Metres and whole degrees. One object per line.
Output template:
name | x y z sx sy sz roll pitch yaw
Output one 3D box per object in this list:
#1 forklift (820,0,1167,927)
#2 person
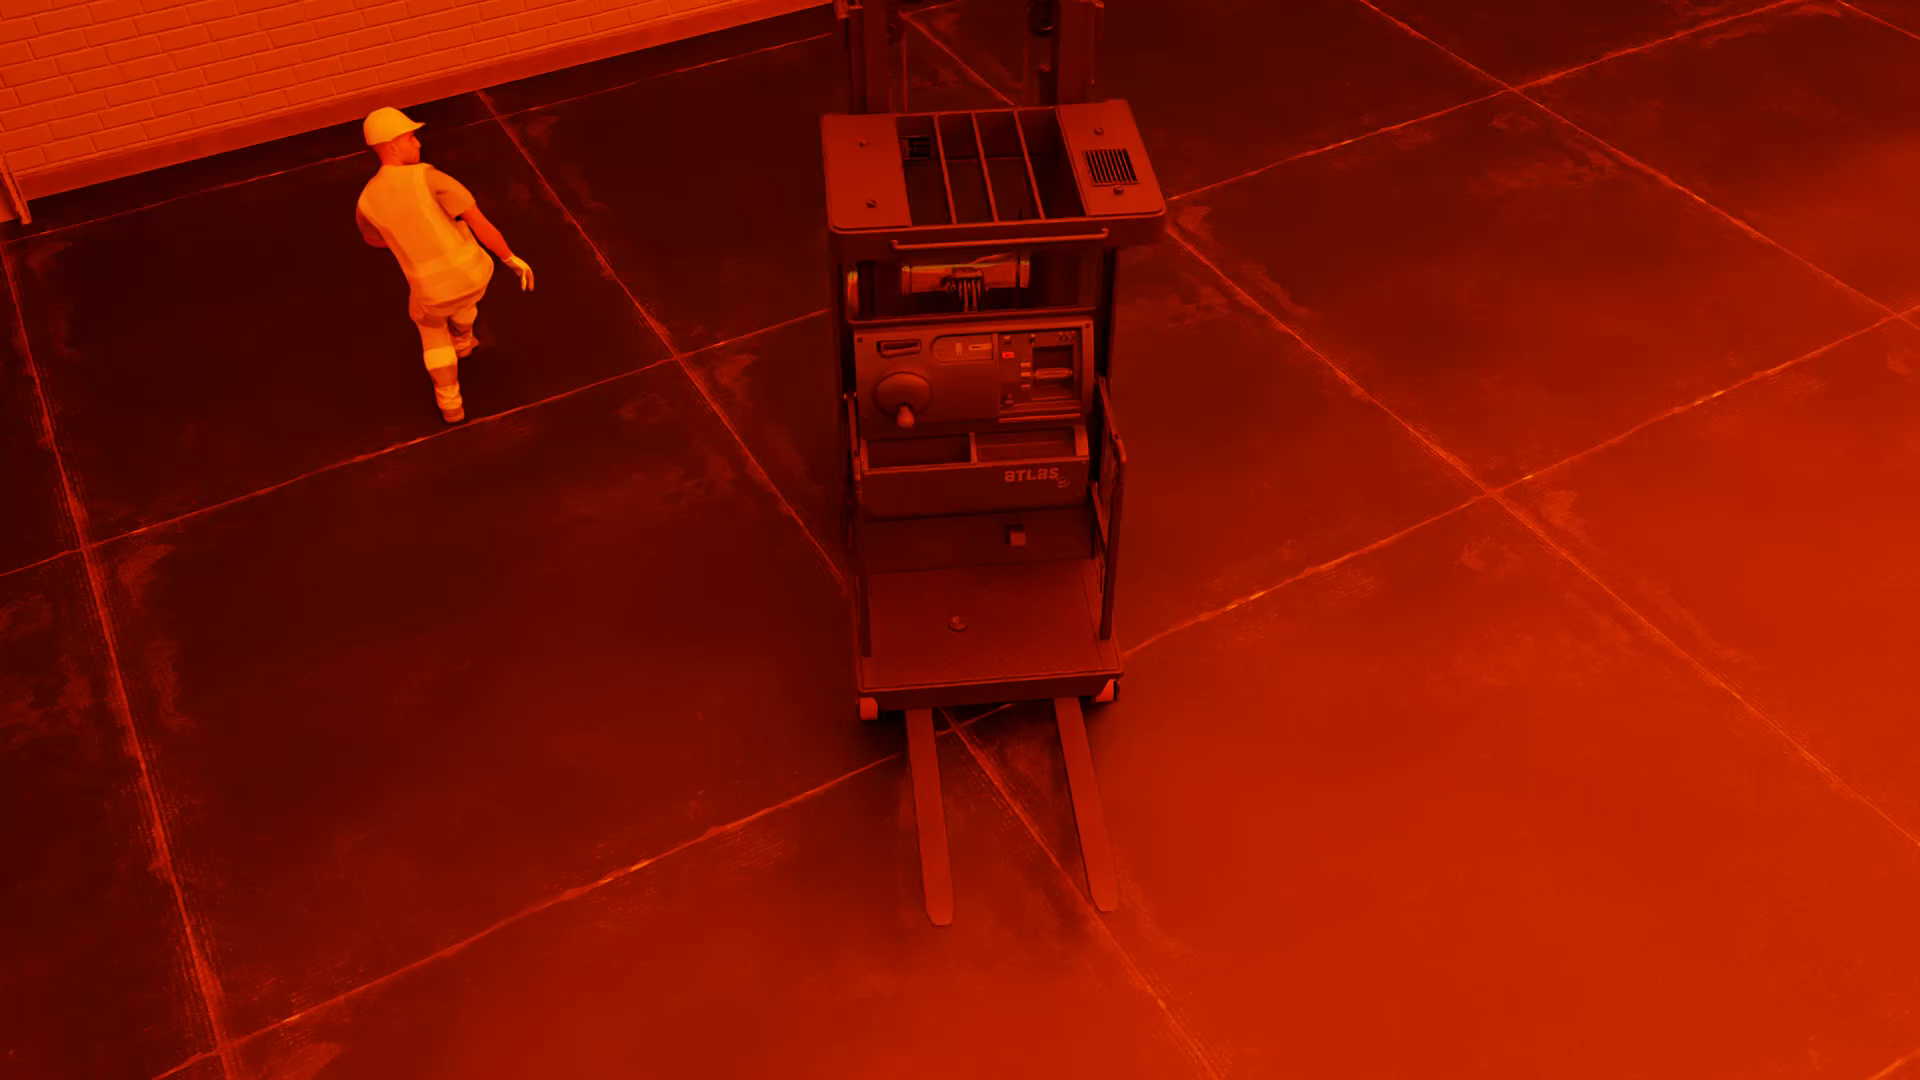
forklift | 0.082 -0.561 6.302 1.130 2.935 3.031 -4 43 -4
person | -2.517 -1.405 8.218 0.779 1.586 0.811 -10 44 -10
